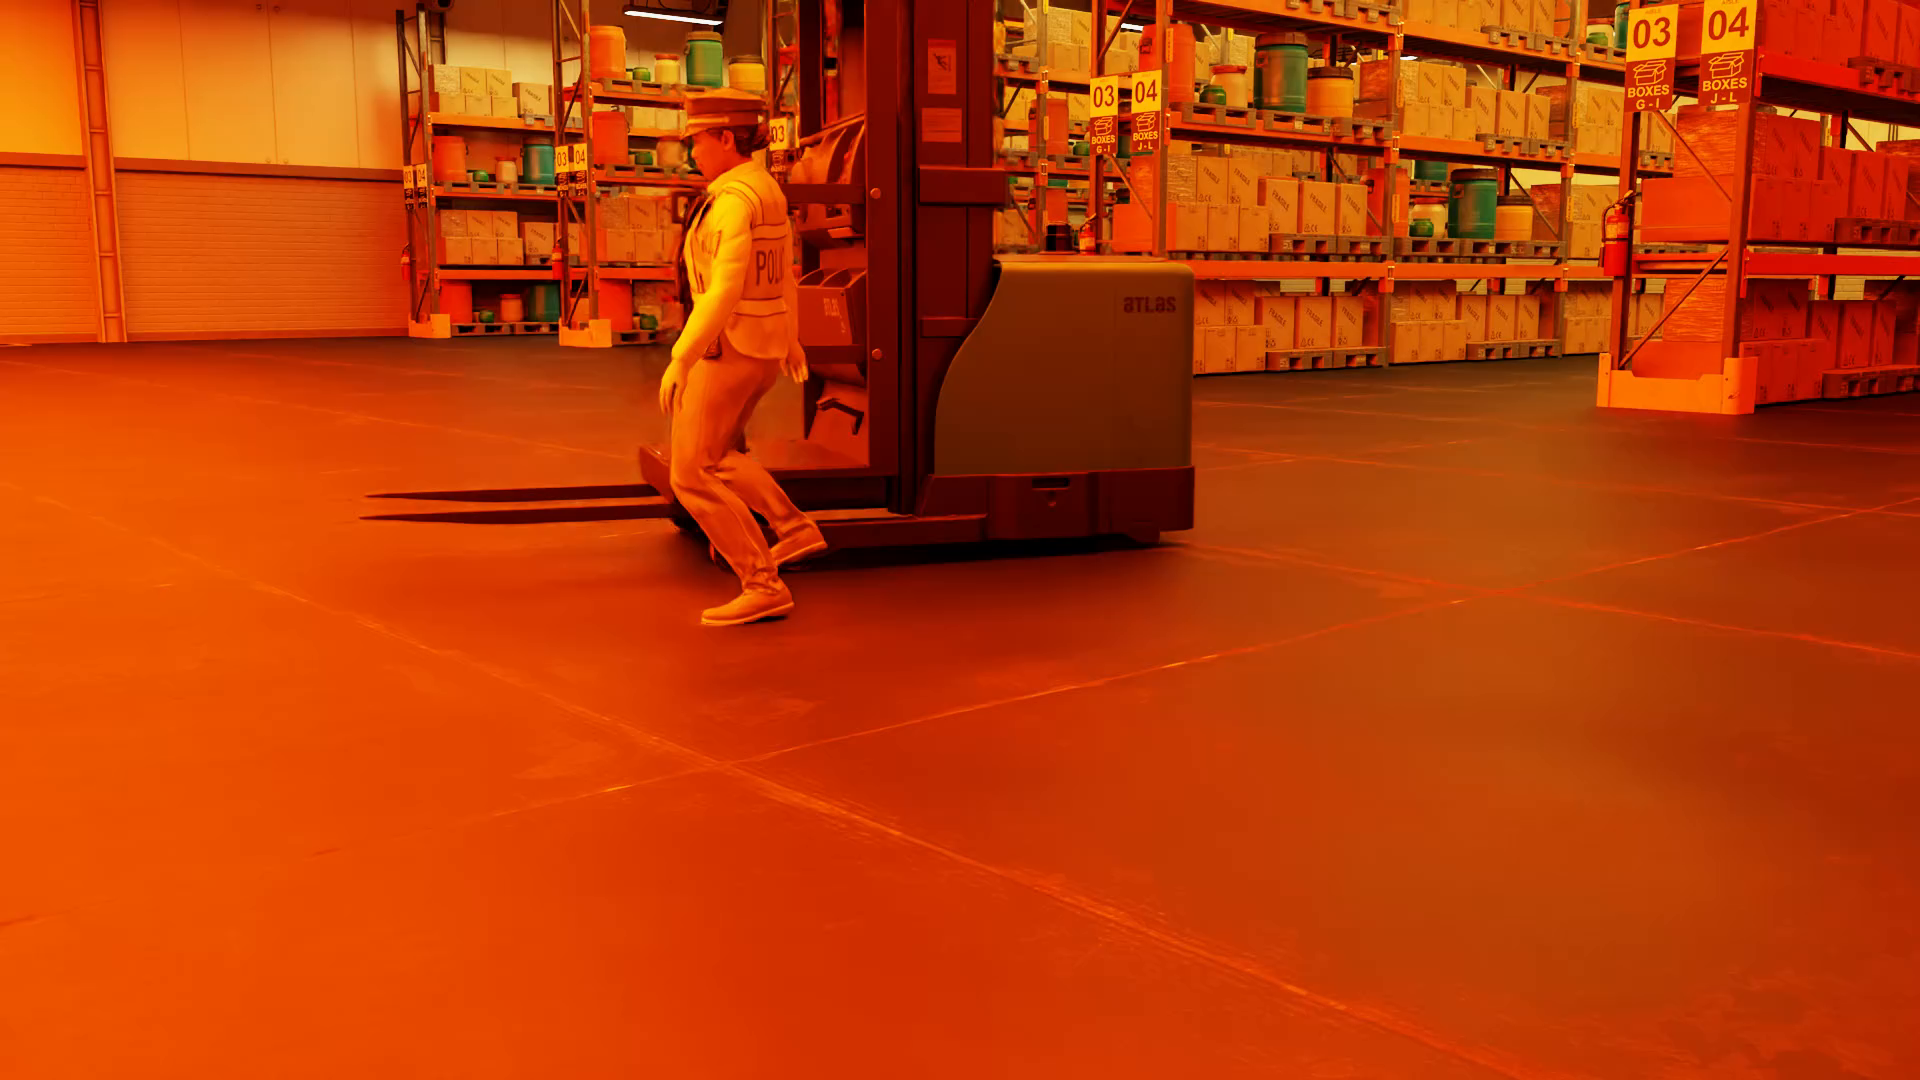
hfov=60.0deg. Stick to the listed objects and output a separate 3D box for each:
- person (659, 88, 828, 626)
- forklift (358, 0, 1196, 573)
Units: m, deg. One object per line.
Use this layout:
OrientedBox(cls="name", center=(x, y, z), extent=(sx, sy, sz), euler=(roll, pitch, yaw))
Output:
OrientedBox(cls="person", center=(-0.688, -0.575, 5.153), extent=(0.474, 1.585, 0.828), euler=(2, 9, 13))
OrientedBox(cls="forklift", center=(-0.675, -1.424, 6.155), extent=(3.031, 2.935, 1.130), euler=(-3, 9, -17))
